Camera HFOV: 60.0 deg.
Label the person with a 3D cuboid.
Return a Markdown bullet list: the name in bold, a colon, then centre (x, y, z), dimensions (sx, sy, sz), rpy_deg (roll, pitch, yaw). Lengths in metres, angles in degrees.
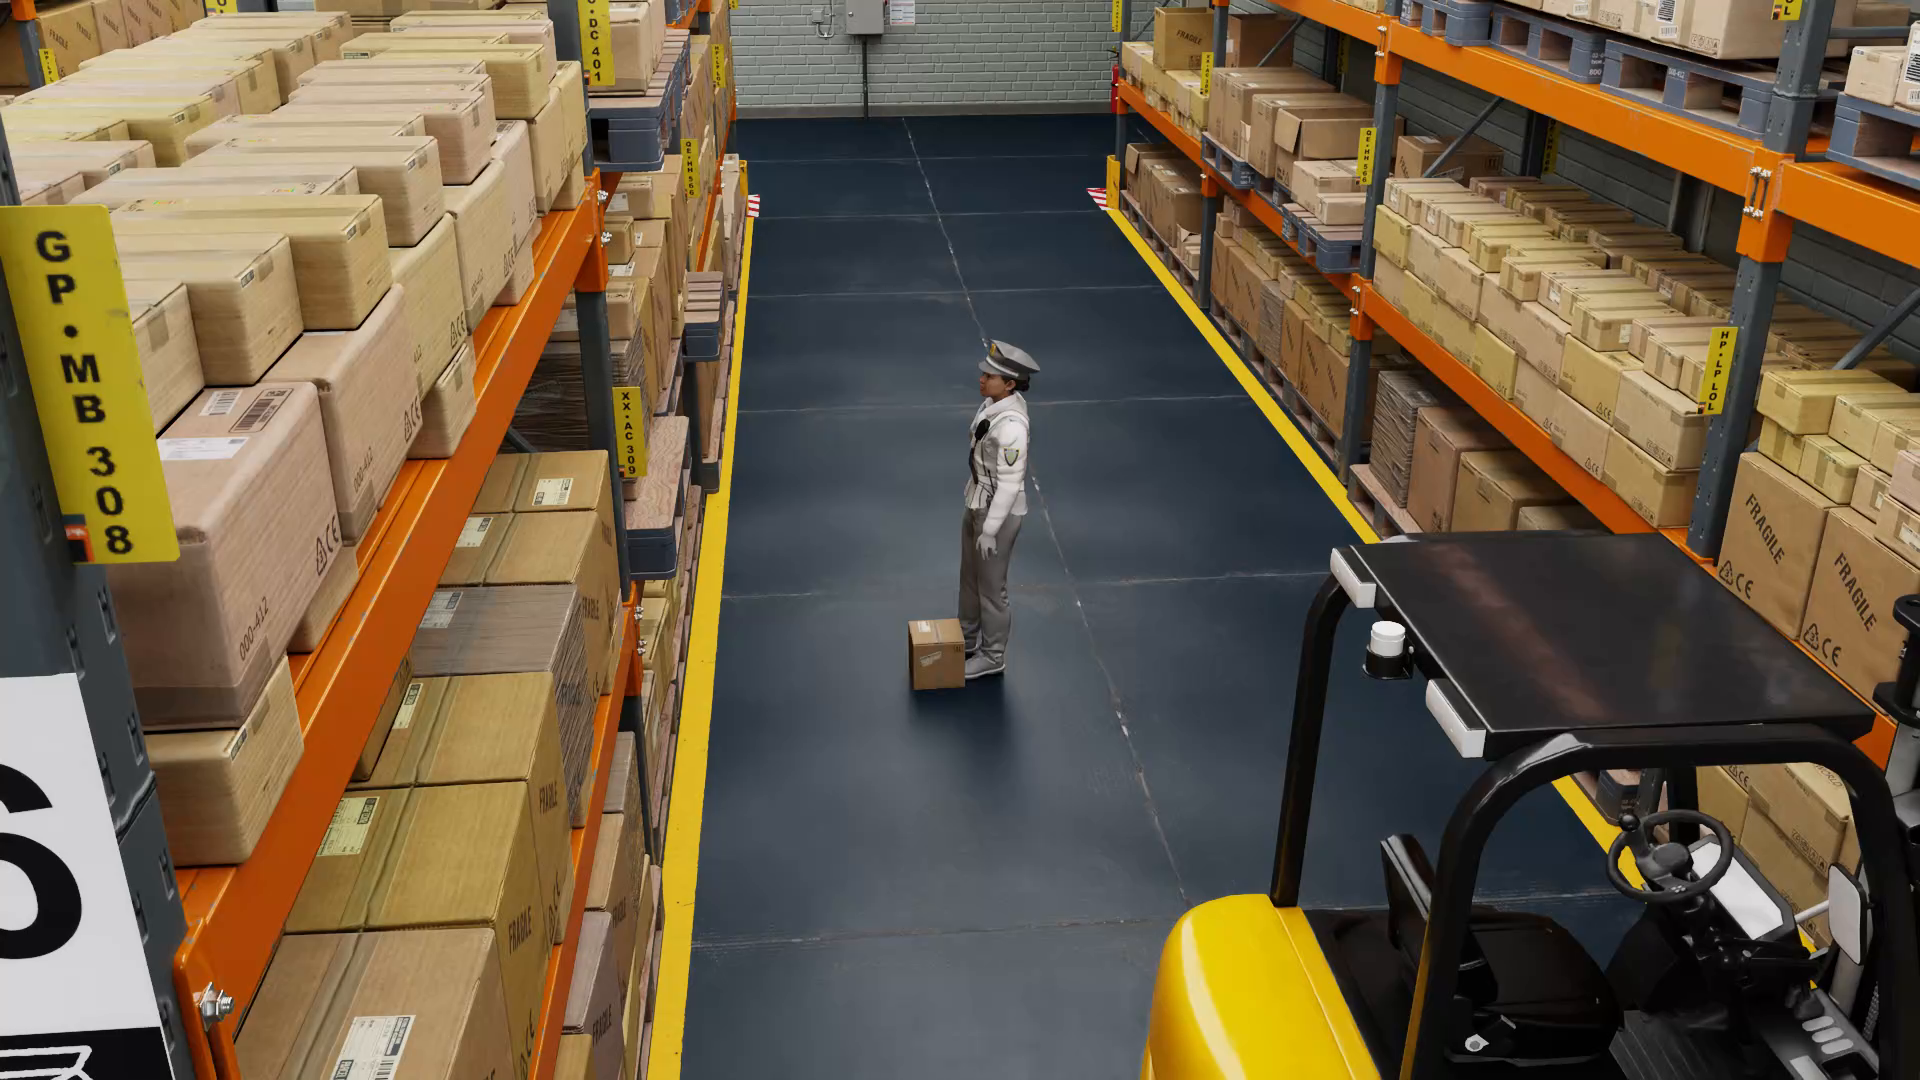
- **person**: centre (0.089, -0.133, 7.837), dimensions (0.533, 1.697, 0.588), rpy_deg (-2, 24, -5)
